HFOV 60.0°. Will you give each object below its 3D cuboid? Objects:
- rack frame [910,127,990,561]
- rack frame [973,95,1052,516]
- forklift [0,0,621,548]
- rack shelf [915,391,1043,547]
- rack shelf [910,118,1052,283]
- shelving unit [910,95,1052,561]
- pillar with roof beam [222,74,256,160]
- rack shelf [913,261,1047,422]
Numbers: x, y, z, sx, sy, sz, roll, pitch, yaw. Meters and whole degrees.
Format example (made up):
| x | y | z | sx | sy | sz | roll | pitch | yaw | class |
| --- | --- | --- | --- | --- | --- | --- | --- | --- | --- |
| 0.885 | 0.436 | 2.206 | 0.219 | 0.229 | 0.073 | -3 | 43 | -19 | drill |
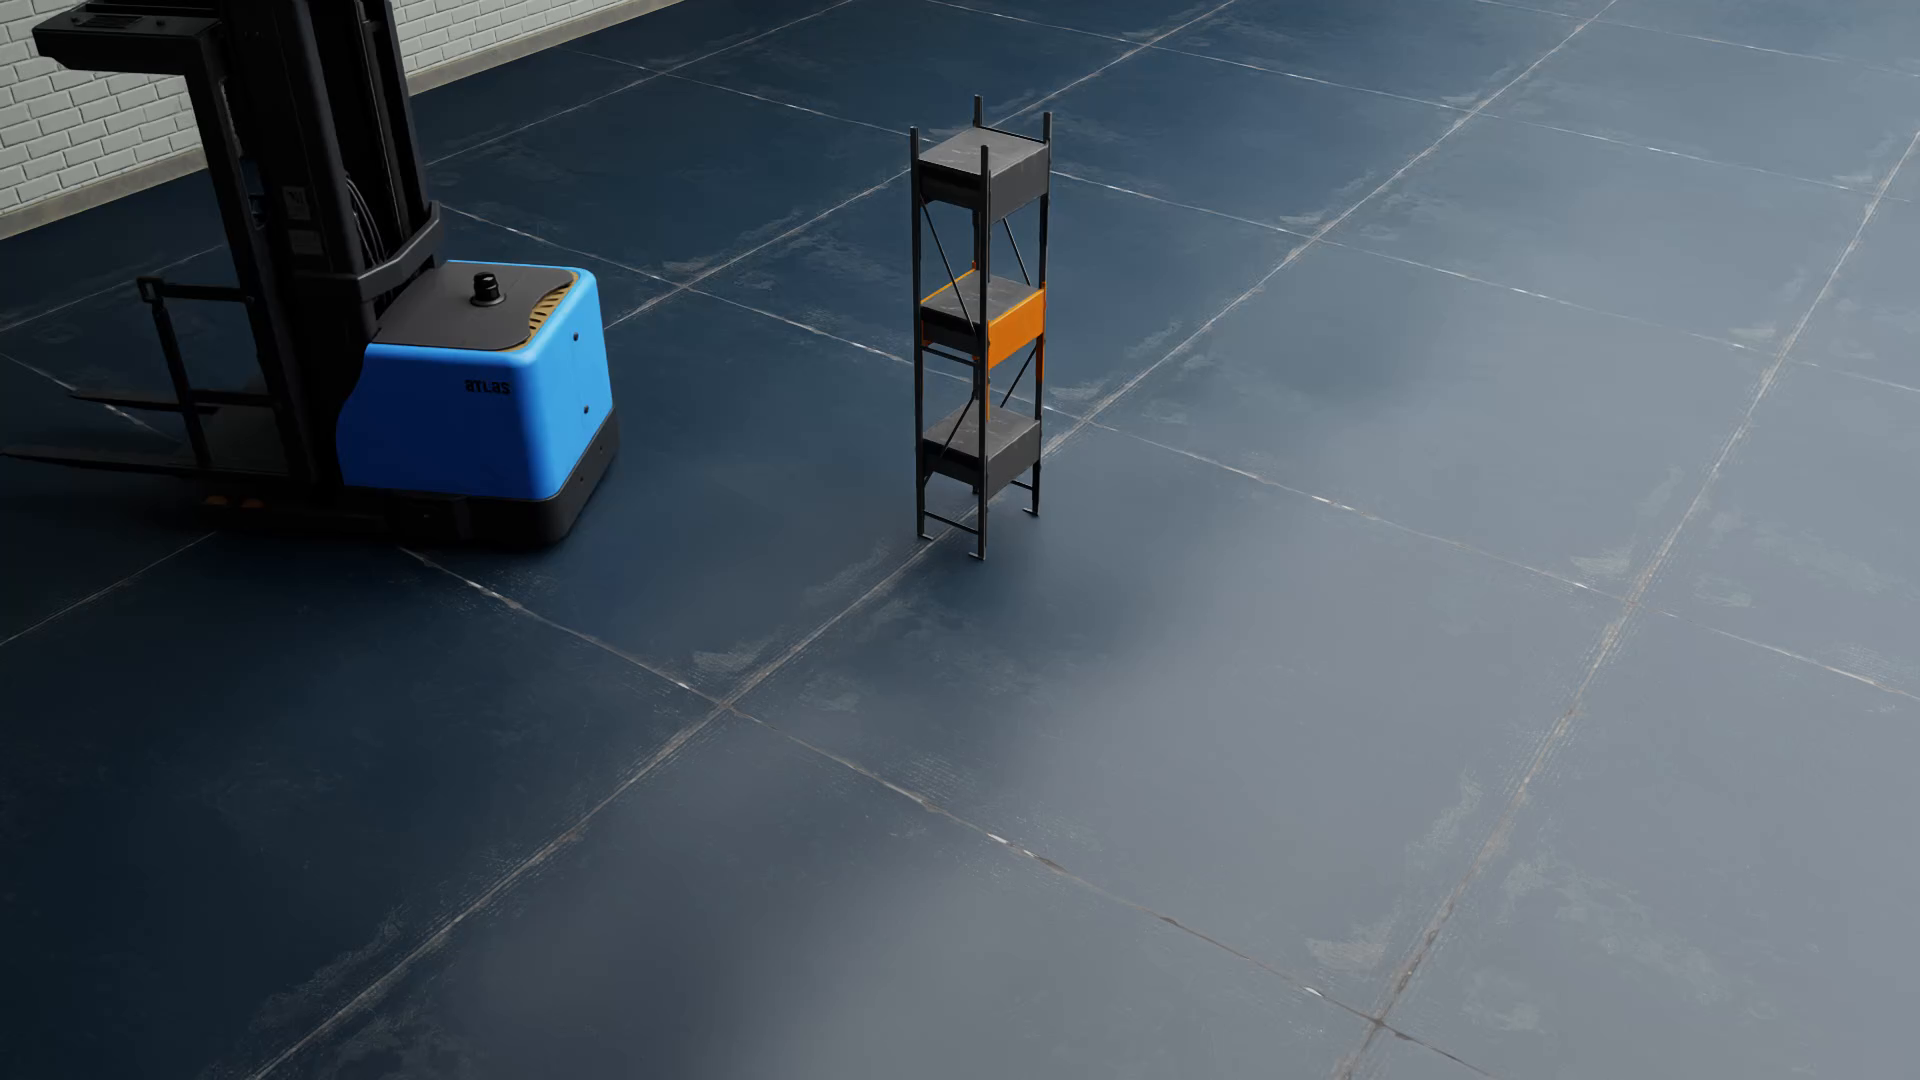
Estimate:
| x | y | z | sx | sy | sz | roll | pitch | yaw | class |
| --- | --- | --- | --- | --- | --- | --- | --- | --- | --- |
| -0.045 | -0.834 | 7.608 | 0.400 | 2.100 | 0.015 | 21 | 39 | 28 | rack frame |
| 0.234 | -1.058 | 7.940 | 0.400 | 2.100 | 0.015 | 21 | 39 | 28 | rack frame |
| -3.372 | -1.542 | 7.914 | 3.031 | 2.935 | 1.130 | 5 | 34 | 7 | forklift |
| 0.094 | -0.355 | 8.174 | 0.431 | 0.518 | 0.480 | 21 | 39 | 28 | rack shelf |
| 0.094 | -1.515 | 7.390 | 0.431 | 0.518 | 0.480 | 21 | 39 | 28 | rack shelf |
| 0.094 | -0.946 | 7.774 | 0.431 | 2.100 | 0.503 | 21 | 39 | 28 | shelving unit |
| -1.664 | -5.309 | 8.068 | 9.100 | 9.000 | 0.400 | 21 | 39 | 28 | pillar with roof beam |
| 0.094 | -0.935 | 7.782 | 0.431 | 0.518 | 0.480 | 21 | 39 | 28 | rack shelf |
